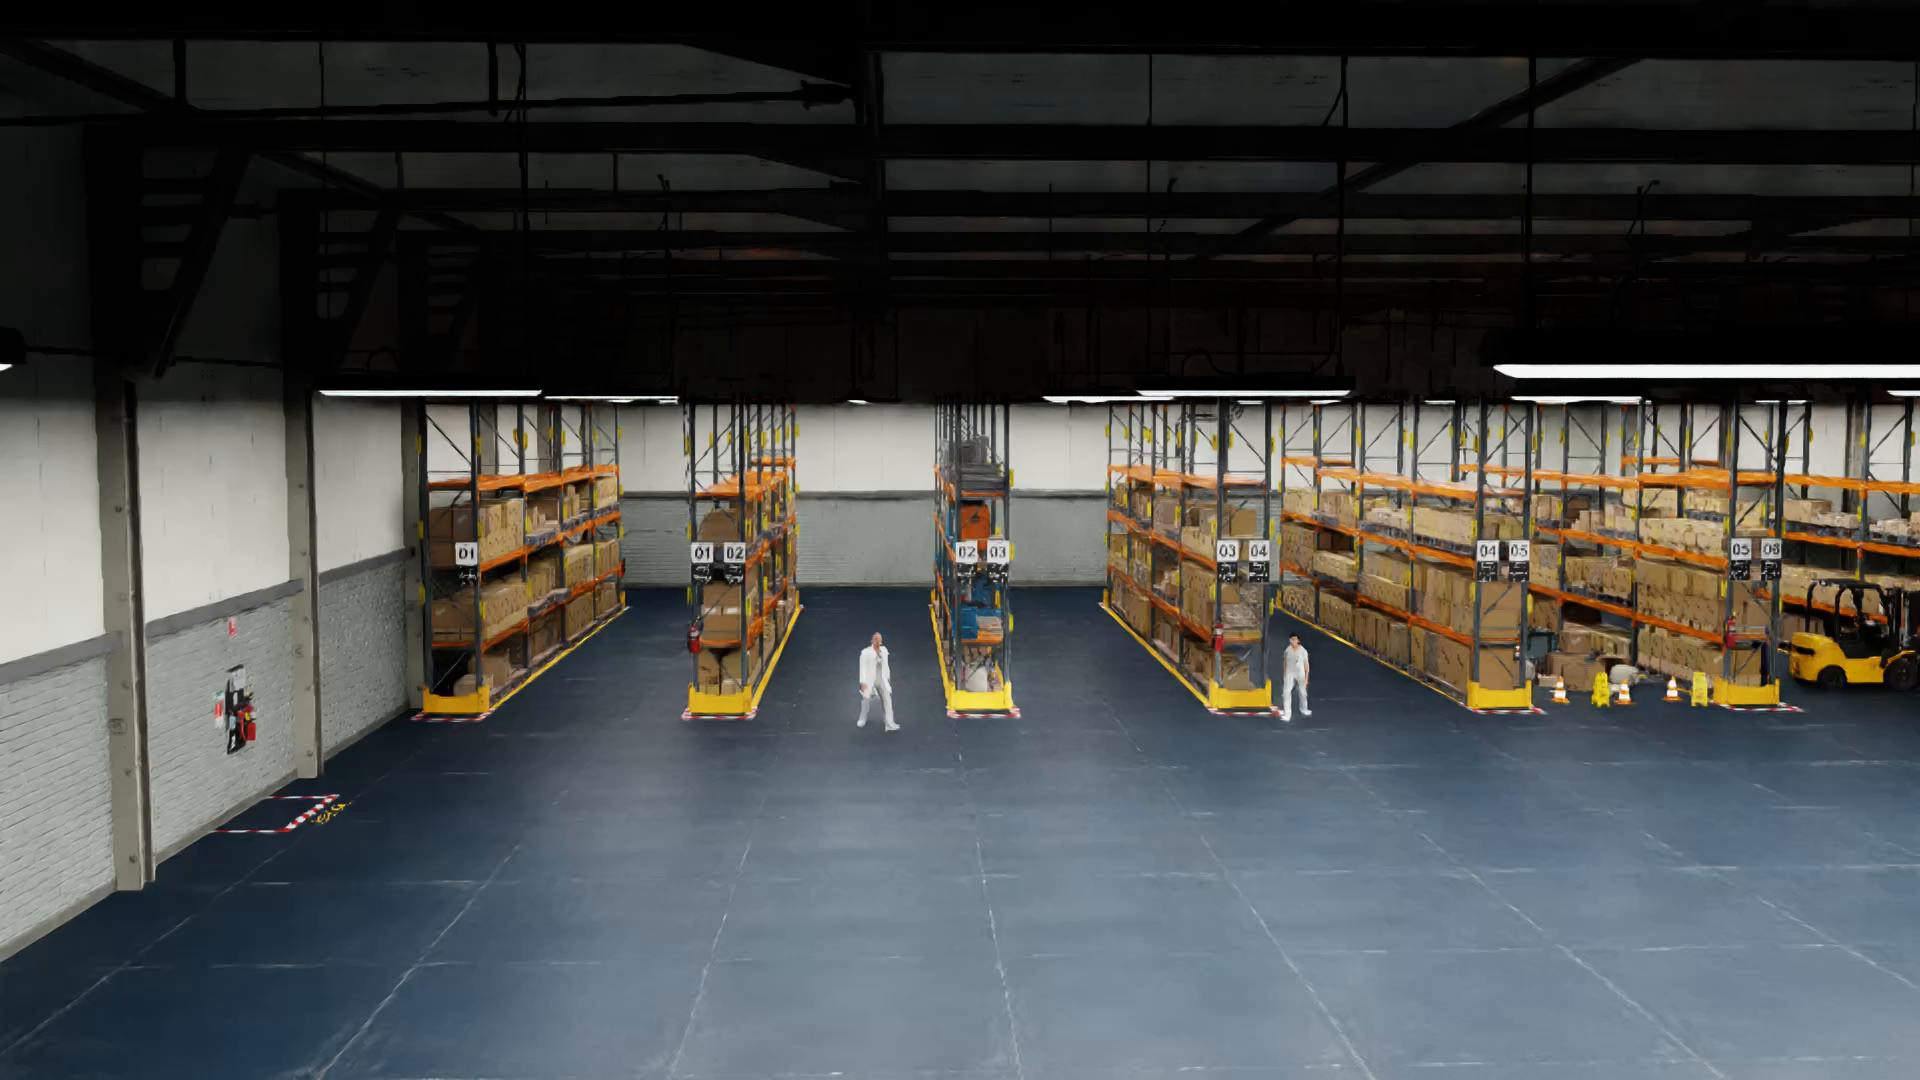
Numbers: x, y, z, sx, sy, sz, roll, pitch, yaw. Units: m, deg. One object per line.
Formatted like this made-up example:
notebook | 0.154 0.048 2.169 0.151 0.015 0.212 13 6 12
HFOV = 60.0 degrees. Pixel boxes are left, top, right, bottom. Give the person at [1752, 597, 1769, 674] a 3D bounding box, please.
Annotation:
person | 17.111 2.054 35.685 0.462 1.616 0.523 2 5 27

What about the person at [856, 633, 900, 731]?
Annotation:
person | -1.487 2.501 29.476 0.634 1.735 1.031 -2 5 -25

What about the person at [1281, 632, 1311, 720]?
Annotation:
person | 6.169 2.475 30.497 0.494 1.610 0.955 2 5 19
